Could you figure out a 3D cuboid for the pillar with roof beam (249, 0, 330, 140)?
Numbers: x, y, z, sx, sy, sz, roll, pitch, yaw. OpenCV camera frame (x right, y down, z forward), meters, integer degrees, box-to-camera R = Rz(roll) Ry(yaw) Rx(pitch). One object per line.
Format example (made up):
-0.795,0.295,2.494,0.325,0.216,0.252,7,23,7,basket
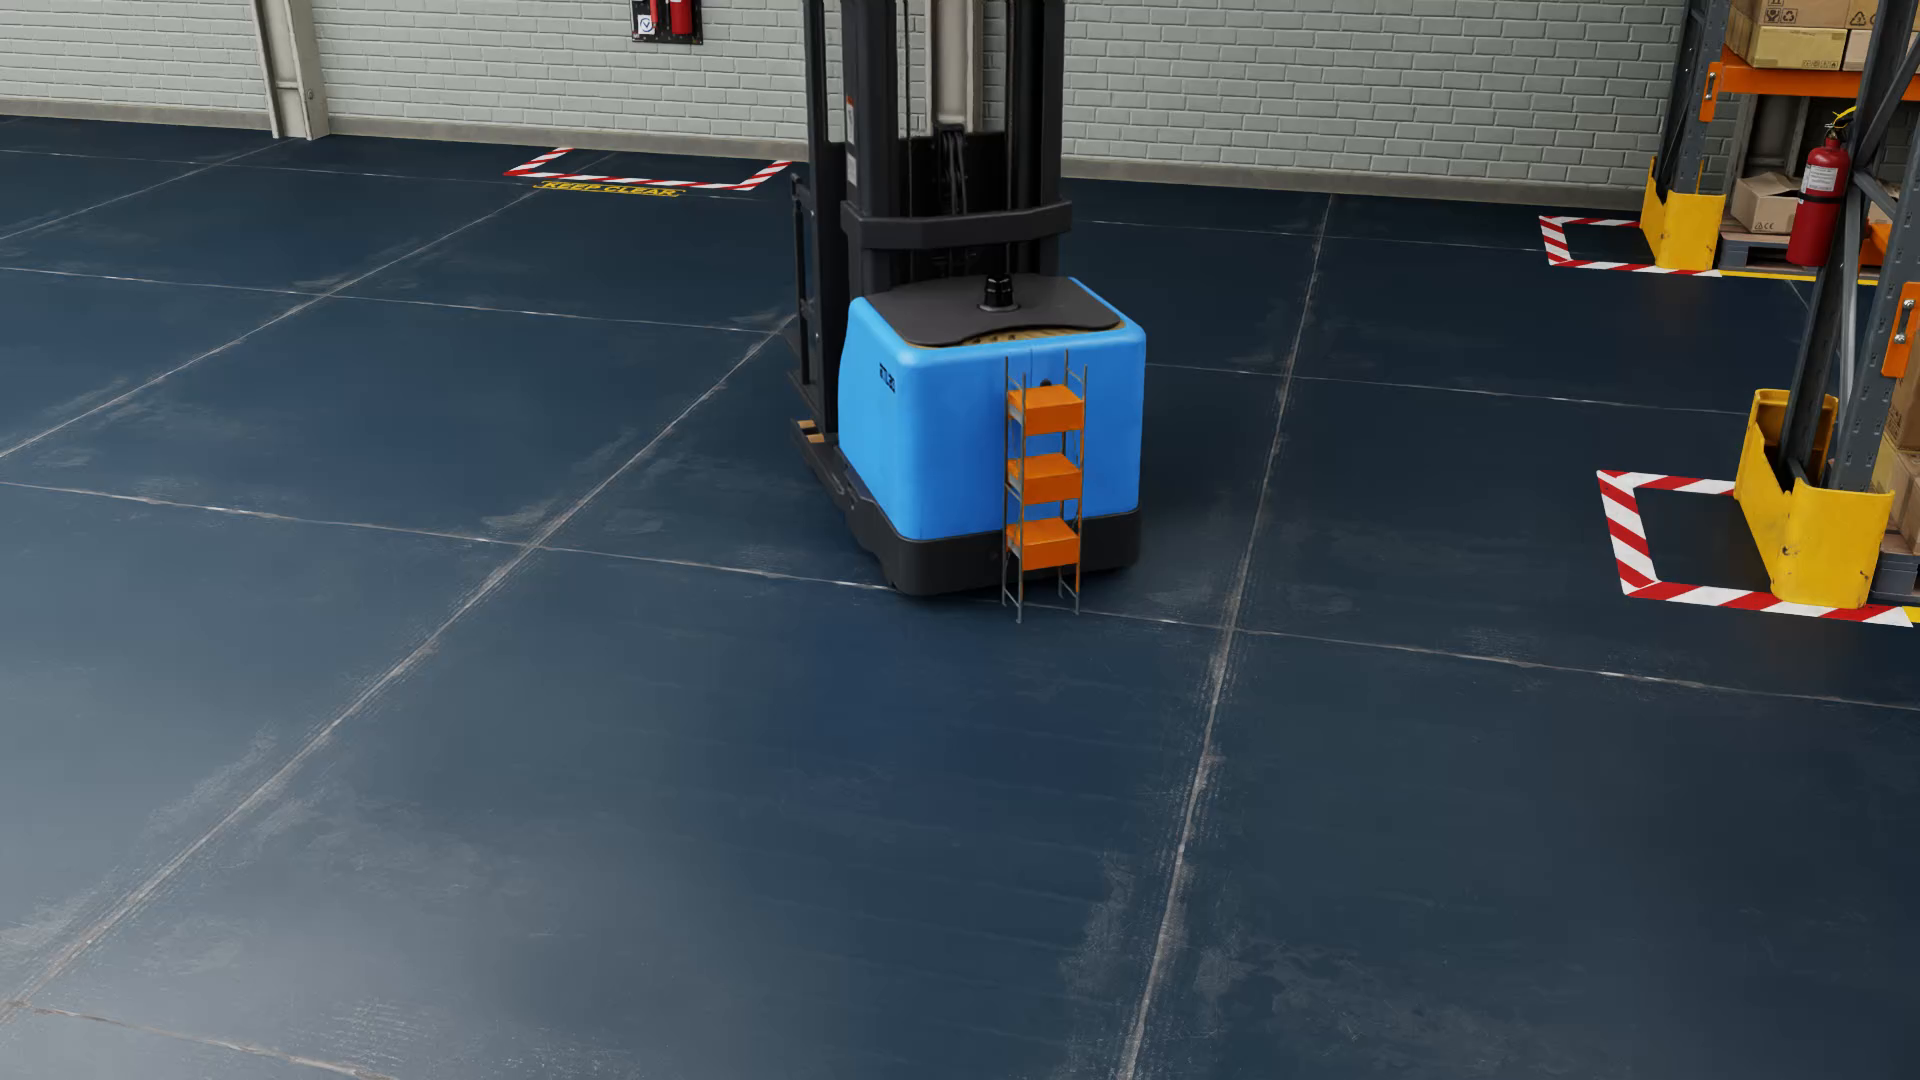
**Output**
-6.933,-5.878,9.127,0.400,9.000,9.100,6,26,13,pillar with roof beam

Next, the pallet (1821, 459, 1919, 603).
4.389,-0.005,7.015,1.213,0.211,1.003,6,26,13,pallet

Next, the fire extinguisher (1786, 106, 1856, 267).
3.639,-1.500,7.000,0.183,0.674,0.296,6,26,13,fire extinguisher

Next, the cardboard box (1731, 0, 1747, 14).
5.377,-3.709,10.830,0.500,0.500,0.500,6,26,12,cardboard box

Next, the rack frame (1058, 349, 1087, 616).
0.436,-0.213,6.476,0.008,1.050,0.200,-8,27,-17,rack frame

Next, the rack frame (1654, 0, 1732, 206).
4.868,-3.391,10.884,0.127,3.000,1.000,6,26,13,rack frame

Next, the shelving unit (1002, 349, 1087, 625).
0.321,-0.196,6.440,0.252,1.050,0.215,-8,27,-17,shelving unit

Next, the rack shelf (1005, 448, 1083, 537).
0.321,-0.186,6.445,0.240,0.259,0.215,-8,27,-17,rack shelf

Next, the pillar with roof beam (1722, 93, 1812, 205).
4.689,-4.593,6.429,0.400,9.000,9.100,6,26,13,pillar with roof beam

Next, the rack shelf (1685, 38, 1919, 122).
6.805,-2.852,10.588,4.000,0.370,1.077,6,26,13,rack shelf

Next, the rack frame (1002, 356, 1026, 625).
0.205,-0.179,6.405,0.008,1.050,0.200,-8,27,-17,rack frame

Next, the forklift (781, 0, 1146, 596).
-0.193,-1.713,7.438,1.130,2.935,3.031,-8,27,-16,forklift

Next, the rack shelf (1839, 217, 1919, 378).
5.575,-0.790,6.256,4.000,0.370,1.077,6,26,13,rack shelf

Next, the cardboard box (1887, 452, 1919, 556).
4.102,-0.127,6.737,0.500,0.250,0.500,6,26,13,cardboard box

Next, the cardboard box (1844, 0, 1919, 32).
5.732,-3.438,10.260,0.500,0.500,0.500,6,26,13,cardboard box

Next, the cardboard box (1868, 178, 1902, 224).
6.068,-2.203,11.005,0.500,0.311,0.500,9,27,17,cardboard box

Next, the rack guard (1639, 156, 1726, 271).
4.942,-2.254,11.404,0.348,0.500,1.175,6,26,13,rack guard

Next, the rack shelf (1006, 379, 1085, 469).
0.321,-0.443,6.323,0.240,0.259,0.215,-8,27,-17,rack shelf

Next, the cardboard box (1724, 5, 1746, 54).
5.369,-3.363,10.976,0.500,0.250,0.500,7,26,14,cardboard box

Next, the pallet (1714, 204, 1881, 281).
5.720,-2.022,11.252,1.213,0.211,1.003,6,26,13,pallet

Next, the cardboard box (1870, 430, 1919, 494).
4.231,-0.342,7.190,0.500,0.250,0.500,6,26,13,cardboard box

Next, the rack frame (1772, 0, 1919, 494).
3.638,-1.329,6.551,0.127,3.000,1.000,6,26,13,rack frame

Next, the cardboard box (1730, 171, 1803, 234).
5.516,-2.264,11.133,0.500,0.311,0.500,3,26,7,cardboard box

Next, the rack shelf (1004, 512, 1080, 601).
0.321,0.065,6.564,0.240,0.259,0.215,-8,27,-17,rack shelf

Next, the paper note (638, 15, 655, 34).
-2.588,-4.249,13.710,0.142,0.148,0.016,6,26,13,paper note

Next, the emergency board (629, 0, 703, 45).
-2.433,-4.599,13.421,0.643,1.169,0.194,6,26,13,emergency board

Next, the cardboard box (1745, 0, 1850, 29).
5.255,-3.495,10.380,0.500,0.500,0.500,6,26,13,cardboard box

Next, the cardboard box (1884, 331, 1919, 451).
4.231,-0.682,7.030,0.500,0.500,0.500,6,26,13,cardboard box

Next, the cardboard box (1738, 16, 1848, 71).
5.261,-3.148,10.524,0.500,0.250,0.500,6,26,11,cardboard box

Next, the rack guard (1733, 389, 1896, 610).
3.615,-0.202,7.094,0.348,0.500,1.175,6,26,13,rack guard

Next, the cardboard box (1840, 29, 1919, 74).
5.768,-3.098,10.420,0.500,0.250,0.500,5,26,11,cardboard box

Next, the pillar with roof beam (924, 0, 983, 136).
-1.122,-5.235,7.778,0.400,9.000,9.100,6,26,13,pillar with roof beam
